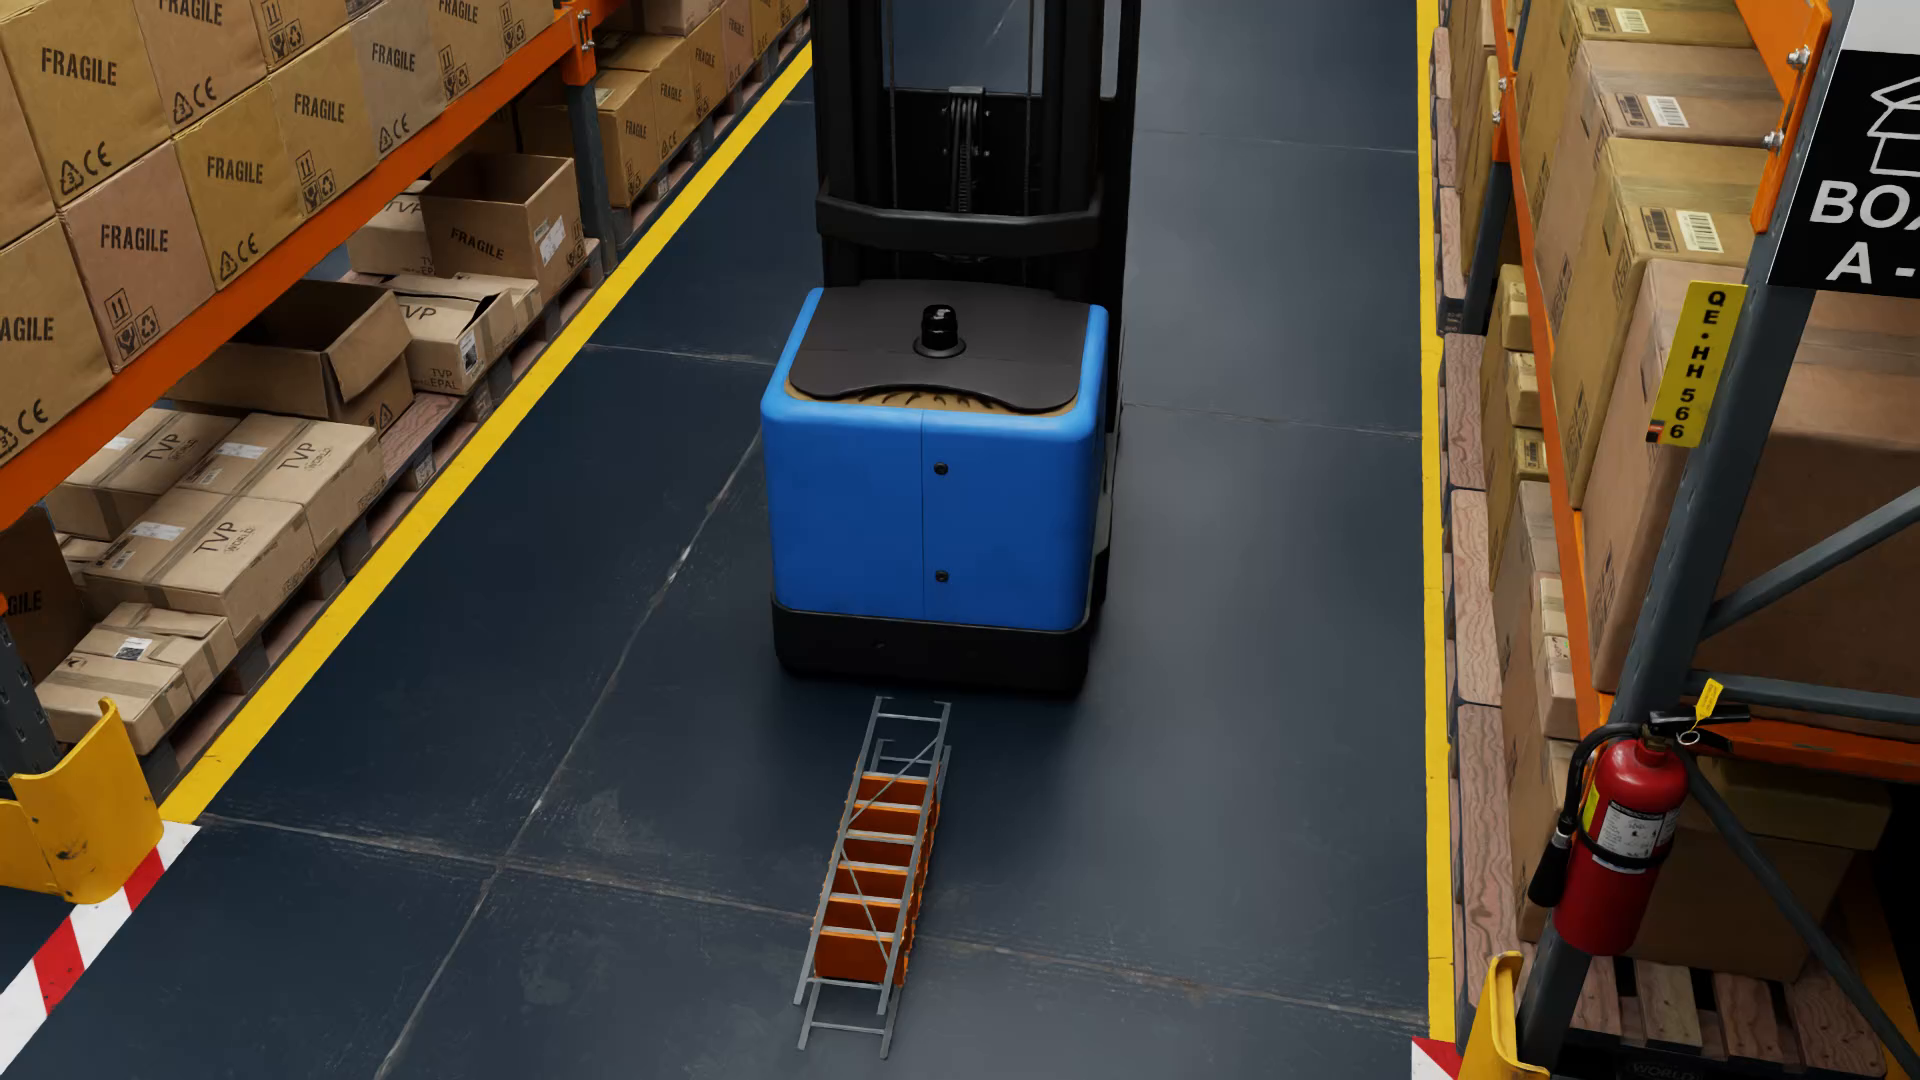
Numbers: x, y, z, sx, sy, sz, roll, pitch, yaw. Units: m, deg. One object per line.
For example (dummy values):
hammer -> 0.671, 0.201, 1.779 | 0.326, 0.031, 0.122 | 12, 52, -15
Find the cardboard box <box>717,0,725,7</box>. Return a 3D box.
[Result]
cardboard box -> -1.501, -3.154, 9.161 | 0.500, 0.250, 0.500 | 7, 36, 9

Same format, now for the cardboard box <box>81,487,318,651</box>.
cardboard box -> -2.517, 0.089, 5.539 | 0.500, 0.250, 0.500 | 7, 37, 10

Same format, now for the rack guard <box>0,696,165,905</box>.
rack guard -> -3.001, 0.686, 4.878 | 1.175, 0.500, 0.348 | 7, 37, 10

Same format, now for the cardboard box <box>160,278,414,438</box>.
cardboard box -> -2.559, -0.666, 6.365 | 0.797, 0.503, 0.637 | 7, 37, 10

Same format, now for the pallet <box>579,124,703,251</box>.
pallet -> -2.026, -1.918, 8.717 | 1.003, 0.211, 1.213 | 7, 37, 10

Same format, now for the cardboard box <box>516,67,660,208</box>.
cardboard box -> -1.821, -1.989, 8.193 | 0.500, 0.500, 0.500 | 6, 36, 8

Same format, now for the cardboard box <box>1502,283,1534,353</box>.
cardboard box -> 2.166, -0.789, 6.001 | 0.380, 0.149, 0.250 | 8, 37, 12

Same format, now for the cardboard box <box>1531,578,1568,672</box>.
cardboard box -> 1.778, 0.258, 4.557 | 0.380, 0.149, 0.250 | 8, 37, 11

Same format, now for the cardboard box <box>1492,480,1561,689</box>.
cardboard box -> 2.088, 0.189, 5.206 | 0.700, 0.500, 0.500 | 6, 36, 8

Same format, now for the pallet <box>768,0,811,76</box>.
pallet -> -1.505, -3.317, 10.647 | 1.003, 0.211, 1.213 | 7, 37, 10

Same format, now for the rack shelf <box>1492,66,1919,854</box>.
rack shelf -> 2.250, -0.520, 5.024 | 1.077, 0.370, 4.000 | 7, 37, 10

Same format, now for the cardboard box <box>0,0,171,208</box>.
cardboard box -> -2.560, -1.250, 4.482 | 0.500, 0.500, 0.500 | 8, 37, 10

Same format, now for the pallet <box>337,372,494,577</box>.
pallet -> -2.569, -0.352, 6.556 | 1.003, 0.211, 1.213 | 7, 37, 10

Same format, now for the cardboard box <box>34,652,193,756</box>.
cardboard box -> -2.592, 0.496, 5.064 | 0.380, 0.149, 0.250 | 7, 37, 10

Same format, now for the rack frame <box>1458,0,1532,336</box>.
rack frame -> 2.677, -1.957, 6.395 | 1.000, 3.000, 0.127 | 7, 37, 10

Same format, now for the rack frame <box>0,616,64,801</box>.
rack frame -> -3.017, -0.283, 4.084 | 1.000, 3.000, 0.127 | 7, 37, 10

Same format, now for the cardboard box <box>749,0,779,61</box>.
cardboard box -> -1.390, -3.173, 9.827 | 0.500, 0.500, 0.500 | 6, 36, 8

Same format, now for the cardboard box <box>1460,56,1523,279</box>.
cardboard box -> 2.689, -1.646, 7.439 | 0.750, 0.750, 0.750 | 8, 37, 11

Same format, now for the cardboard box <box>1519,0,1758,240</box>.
cardboard box -> 2.384, -1.352, 5.304 | 0.980, 0.700, 0.700 | 6, 36, 9

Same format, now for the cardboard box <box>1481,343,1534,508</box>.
cardboard box -> 2.307, -0.412, 6.034 | 0.700, 0.500, 0.500 | 7, 37, 9

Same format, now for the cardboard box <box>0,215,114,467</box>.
cardboard box -> -2.665, -0.545, 4.360 | 0.500, 0.500, 0.500 | 8, 37, 11

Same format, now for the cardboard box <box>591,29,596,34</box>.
cardboard box -> -2.116, -2.631, 9.079 | 0.500, 0.500, 0.500 | 8, 37, 11

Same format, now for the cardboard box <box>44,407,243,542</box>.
cardboard box -> -2.909, -0.231, 5.981 | 0.500, 0.250, 0.500 | 7, 37, 10

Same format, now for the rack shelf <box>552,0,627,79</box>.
rack shelf -> -1.736, -3.432, 9.042 | 1.077, 0.370, 4.000 | 7, 37, 10

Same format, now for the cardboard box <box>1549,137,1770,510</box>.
cardboard box -> 2.067, -0.498, 4.125 | 0.980, 0.700, 0.700 | 7, 37, 10

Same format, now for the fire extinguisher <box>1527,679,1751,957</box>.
fire extinguisher -> 1.340, 0.547, 3.323 | 0.296, 0.674, 0.183 | 7, 37, 10

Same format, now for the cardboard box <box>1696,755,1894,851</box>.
cardboard box -> 2.044, 0.598, 4.088 | 0.380, 0.149, 0.250 | 8, 37, 10

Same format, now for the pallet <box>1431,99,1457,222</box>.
pallet -> 3.027, -1.982, 8.804 | 1.003, 0.211, 1.213 | 7, 37, 10

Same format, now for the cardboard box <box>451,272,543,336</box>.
cardboard box -> -2.029, -1.015, 7.149 | 0.380, 0.149, 0.250 | 7, 37, 10

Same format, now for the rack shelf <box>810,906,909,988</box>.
rack shelf -> -0.272, 1.113, 4.551 | 0.258, 0.180, 0.103 | 5, 37, 6

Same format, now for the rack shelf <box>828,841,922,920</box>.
rack shelf -> -0.239, 0.972, 4.742 | 0.258, 0.180, 0.103 | 5, 37, 6

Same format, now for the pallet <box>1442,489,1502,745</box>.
pallet -> 2.180, 0.299, 5.657 | 1.003, 0.211, 1.213 | 7, 37, 10

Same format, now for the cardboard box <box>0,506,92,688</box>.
cardboard box -> -3.142, 0.208, 5.162 | 0.500, 0.500, 0.500 | 7, 37, 10

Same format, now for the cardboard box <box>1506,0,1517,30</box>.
cardboard box -> 2.504, -2.241, 6.983 | 0.380, 0.149, 0.250 | 8, 37, 11

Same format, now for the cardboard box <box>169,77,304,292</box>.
cardboard box -> -2.450, -1.129, 5.166 | 0.500, 0.500, 0.500 | 7, 37, 10

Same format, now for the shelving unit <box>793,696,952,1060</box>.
shelving unit -> -0.228, 0.928, 4.803 | 0.258, 0.189, 1.200 | 5, 37, 6

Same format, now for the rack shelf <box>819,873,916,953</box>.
rack shelf -> -0.255, 1.043, 4.646 | 0.258, 0.180, 0.103 | 5, 37, 6

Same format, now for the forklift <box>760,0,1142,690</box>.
forklift -> 0.081, -1.549, 5.889 | 1.130, 2.935, 3.031 | 4, 36, 6

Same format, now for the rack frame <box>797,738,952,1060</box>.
rack frame -> -0.228, 1.002, 4.857 | 0.240, 0.006, 1.200 | 5, 37, 6

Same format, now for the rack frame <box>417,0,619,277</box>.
rack frame -> -2.163, -2.576, 7.248 | 1.000, 3.000, 0.127 | 7, 37, 10

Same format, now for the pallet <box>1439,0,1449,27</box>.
pallet -> 3.700, -3.569, 10.995 | 1.003, 0.211, 1.213 | 7, 37, 10

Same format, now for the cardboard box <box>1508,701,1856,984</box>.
cardboard box -> 1.875, 0.764, 4.412 | 0.700, 0.500, 0.500 | 7, 37, 10

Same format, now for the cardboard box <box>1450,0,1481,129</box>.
cardboard box -> 3.053, -2.644, 8.816 | 0.750, 0.750, 0.750 | 7, 37, 10

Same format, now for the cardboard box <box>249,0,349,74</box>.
cardboard box -> -2.341, -1.828, 5.279 | 0.500, 0.500, 0.500 | 7, 37, 10

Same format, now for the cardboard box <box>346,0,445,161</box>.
cardboard box -> -2.235, -1.707, 5.965 | 0.500, 0.500, 0.500 | 8, 37, 11

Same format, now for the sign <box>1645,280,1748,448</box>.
sign -> 1.296, -0.305, 2.926 | 0.100, 0.325, 0.005 | 7, 37, 10

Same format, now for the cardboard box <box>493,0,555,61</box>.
cardboard box -> -2.019, -2.298, 6.779 | 0.500, 0.500, 0.500 | 8, 37, 11

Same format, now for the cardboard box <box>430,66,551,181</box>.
cardboard box -> -2.337, -2.061, 8.293 | 0.500, 0.500, 0.500 | 7, 37, 10

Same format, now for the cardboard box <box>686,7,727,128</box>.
cardboard box -> -1.604, -2.582, 9.011 | 0.500, 0.500, 0.500 | 8, 37, 11
